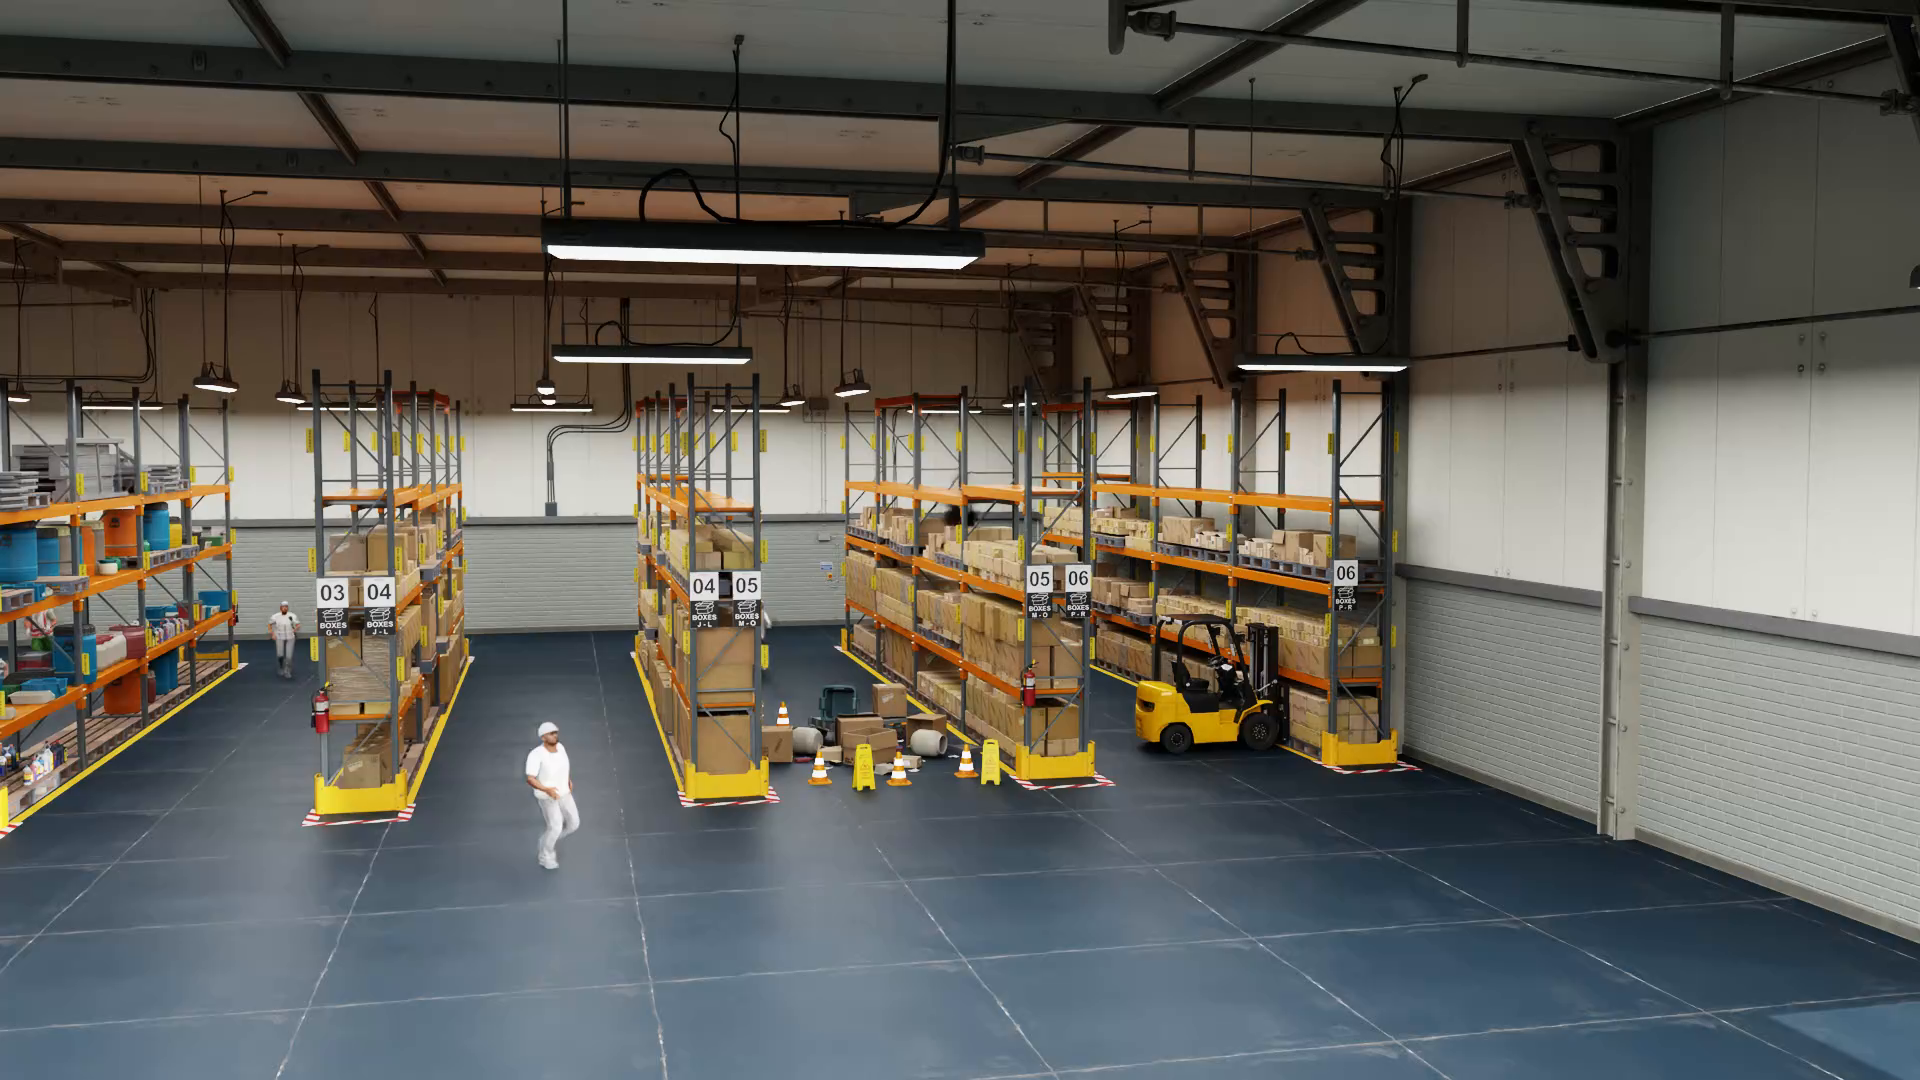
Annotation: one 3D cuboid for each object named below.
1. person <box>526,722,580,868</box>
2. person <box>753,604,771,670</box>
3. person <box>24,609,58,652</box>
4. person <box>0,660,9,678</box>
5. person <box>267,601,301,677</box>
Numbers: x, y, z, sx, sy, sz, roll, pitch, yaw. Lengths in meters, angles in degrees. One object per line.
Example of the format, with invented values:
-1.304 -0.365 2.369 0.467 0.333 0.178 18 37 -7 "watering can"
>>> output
-4.784 3.007 19.642 0.513 1.723 0.709 2 4 30 "person"
-4.438 2.134 36.532 0.521 1.577 0.898 -1 4 -21 "person"
-19.561 2.074 35.373 0.681 1.774 0.845 -1 3 -9 "person"
-16.033 2.548 27.310 0.672 1.842 0.925 0 3 -5 "person"
-14.455 2.137 35.620 0.656 1.638 0.574 -2 4 -28 "person"
